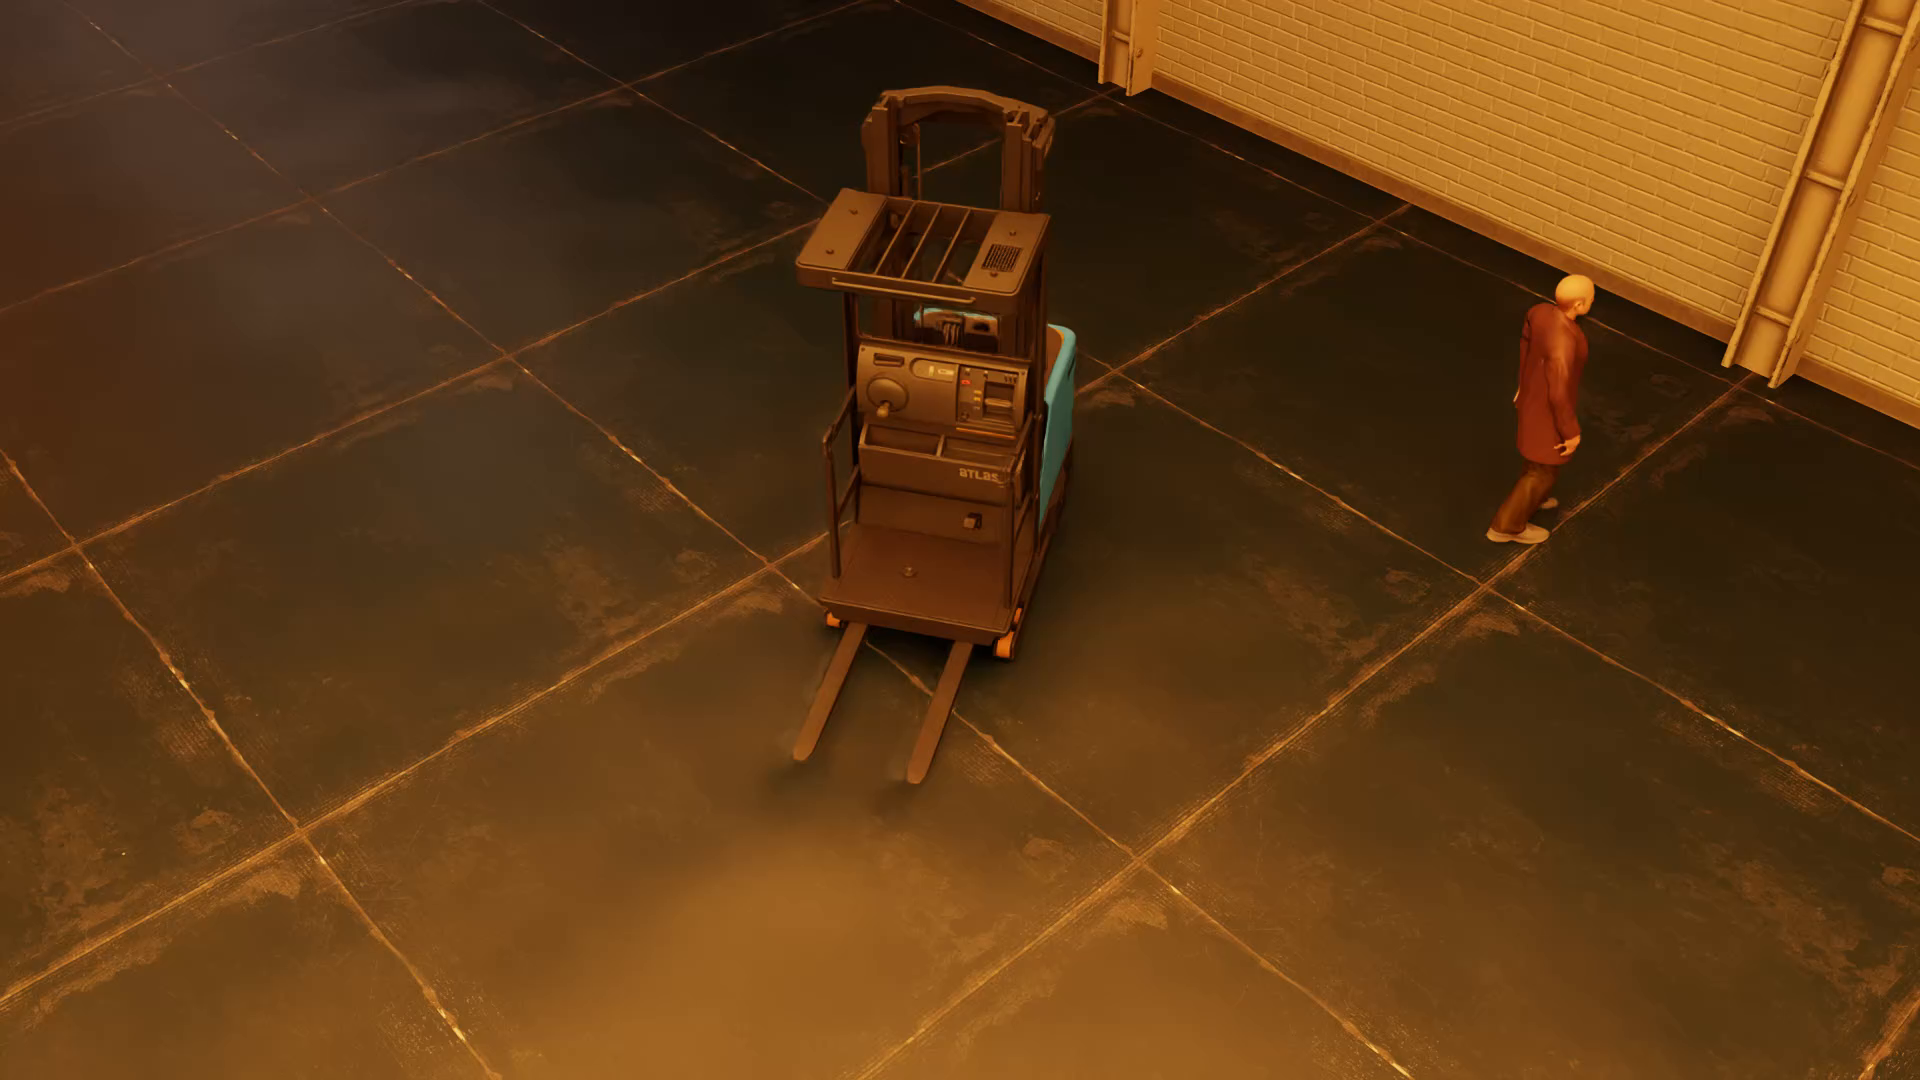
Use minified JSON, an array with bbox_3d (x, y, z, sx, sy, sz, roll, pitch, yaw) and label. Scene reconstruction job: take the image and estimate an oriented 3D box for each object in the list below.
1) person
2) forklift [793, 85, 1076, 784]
[{"bbox_3d":[3.489,-0.743,9.692,0.548,1.811,0.680,0,41,0],"label":"person"},{"bbox_3d":[-0.152,-0.723,8.747,1.130,2.935,3.031,10,42,11],"label":"forklift"}]
